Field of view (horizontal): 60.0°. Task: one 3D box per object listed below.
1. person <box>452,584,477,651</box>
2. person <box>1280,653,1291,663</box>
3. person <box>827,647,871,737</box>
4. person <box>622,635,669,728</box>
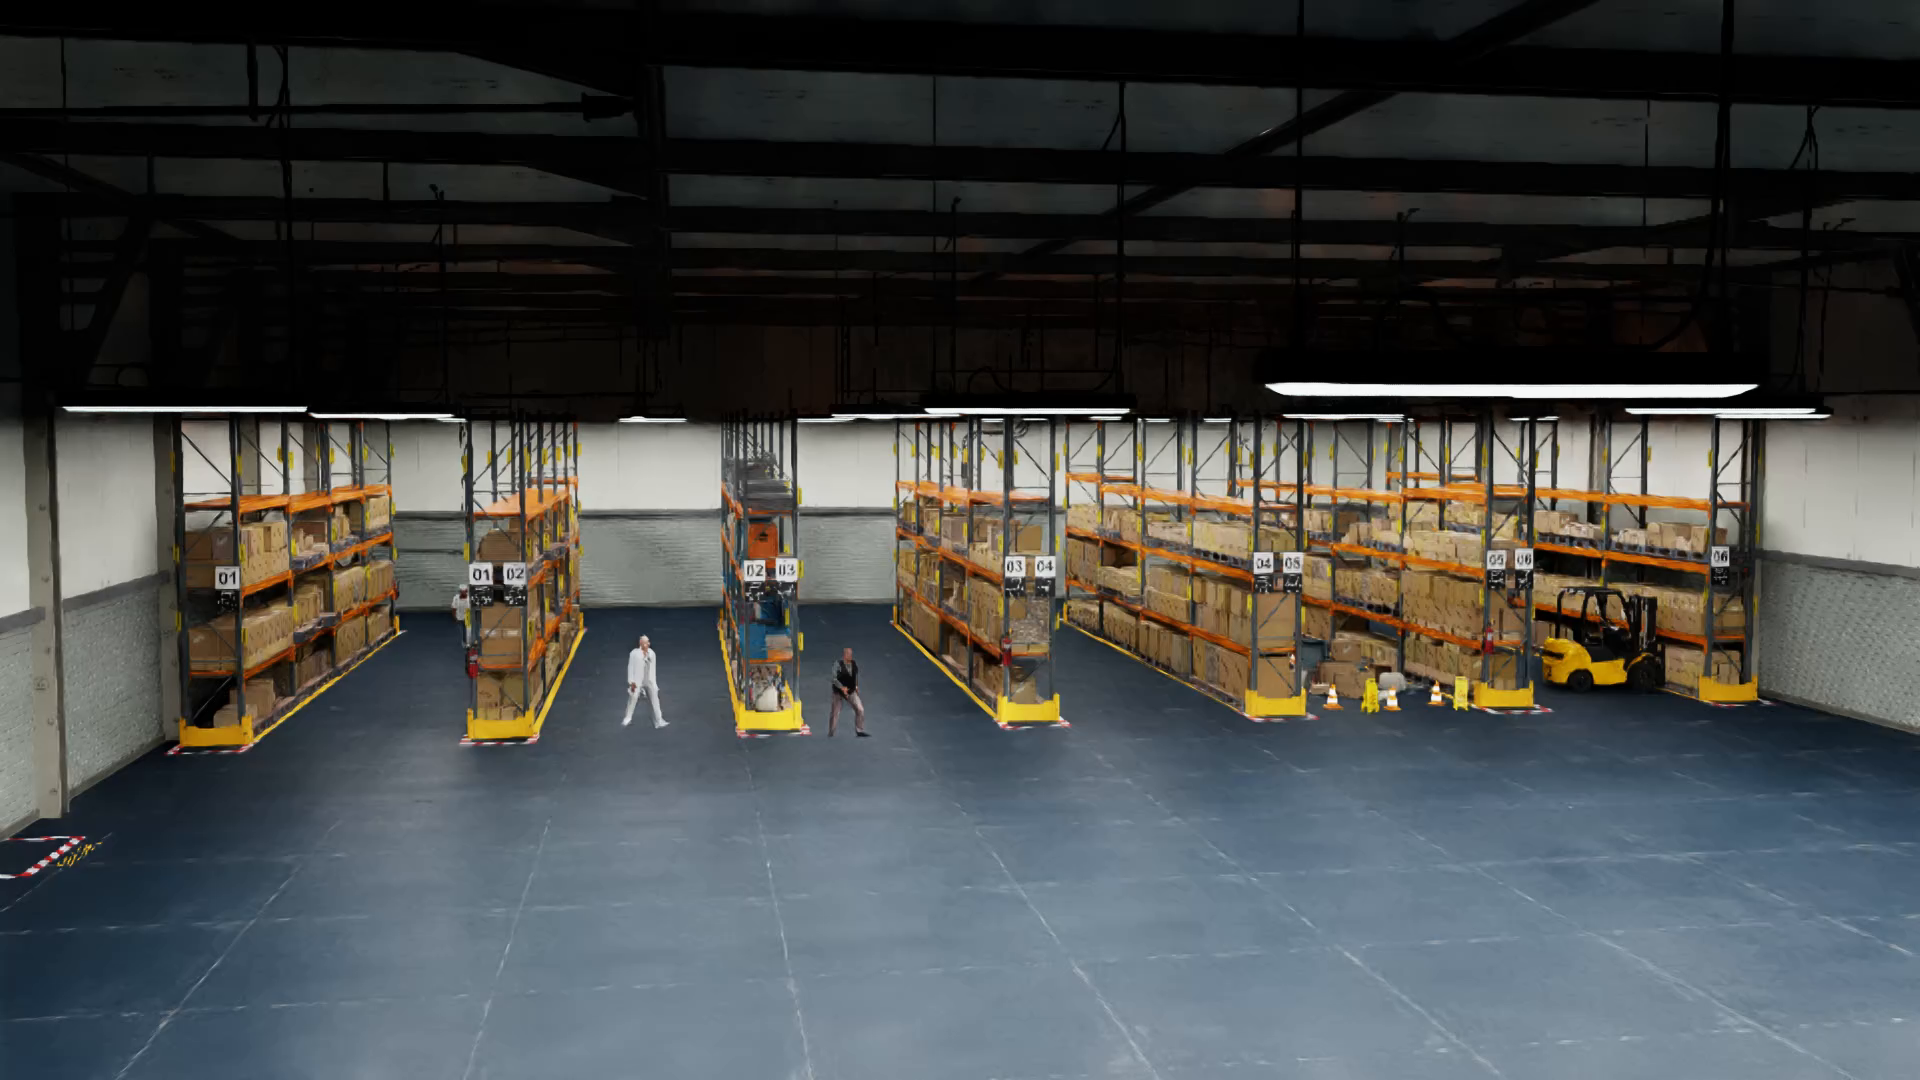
[{"bbox_3d":[-12.533,1.939,41.997,0.577,1.691,1.121,-1,4,-7],"label":"person"},{"bbox_3d":[7.606,2.103,39.416,0.562,1.726,0.623,1,4,20],"label":"person"},{"bbox_3d":[-2.087,2.770,30.313,0.676,1.666,0.780,-2,5,-30],"label":"person"},{"bbox_3d":[-5.988,2.662,31.352,0.621,1.749,1.012,-3,5,-35],"label":"person"}]
